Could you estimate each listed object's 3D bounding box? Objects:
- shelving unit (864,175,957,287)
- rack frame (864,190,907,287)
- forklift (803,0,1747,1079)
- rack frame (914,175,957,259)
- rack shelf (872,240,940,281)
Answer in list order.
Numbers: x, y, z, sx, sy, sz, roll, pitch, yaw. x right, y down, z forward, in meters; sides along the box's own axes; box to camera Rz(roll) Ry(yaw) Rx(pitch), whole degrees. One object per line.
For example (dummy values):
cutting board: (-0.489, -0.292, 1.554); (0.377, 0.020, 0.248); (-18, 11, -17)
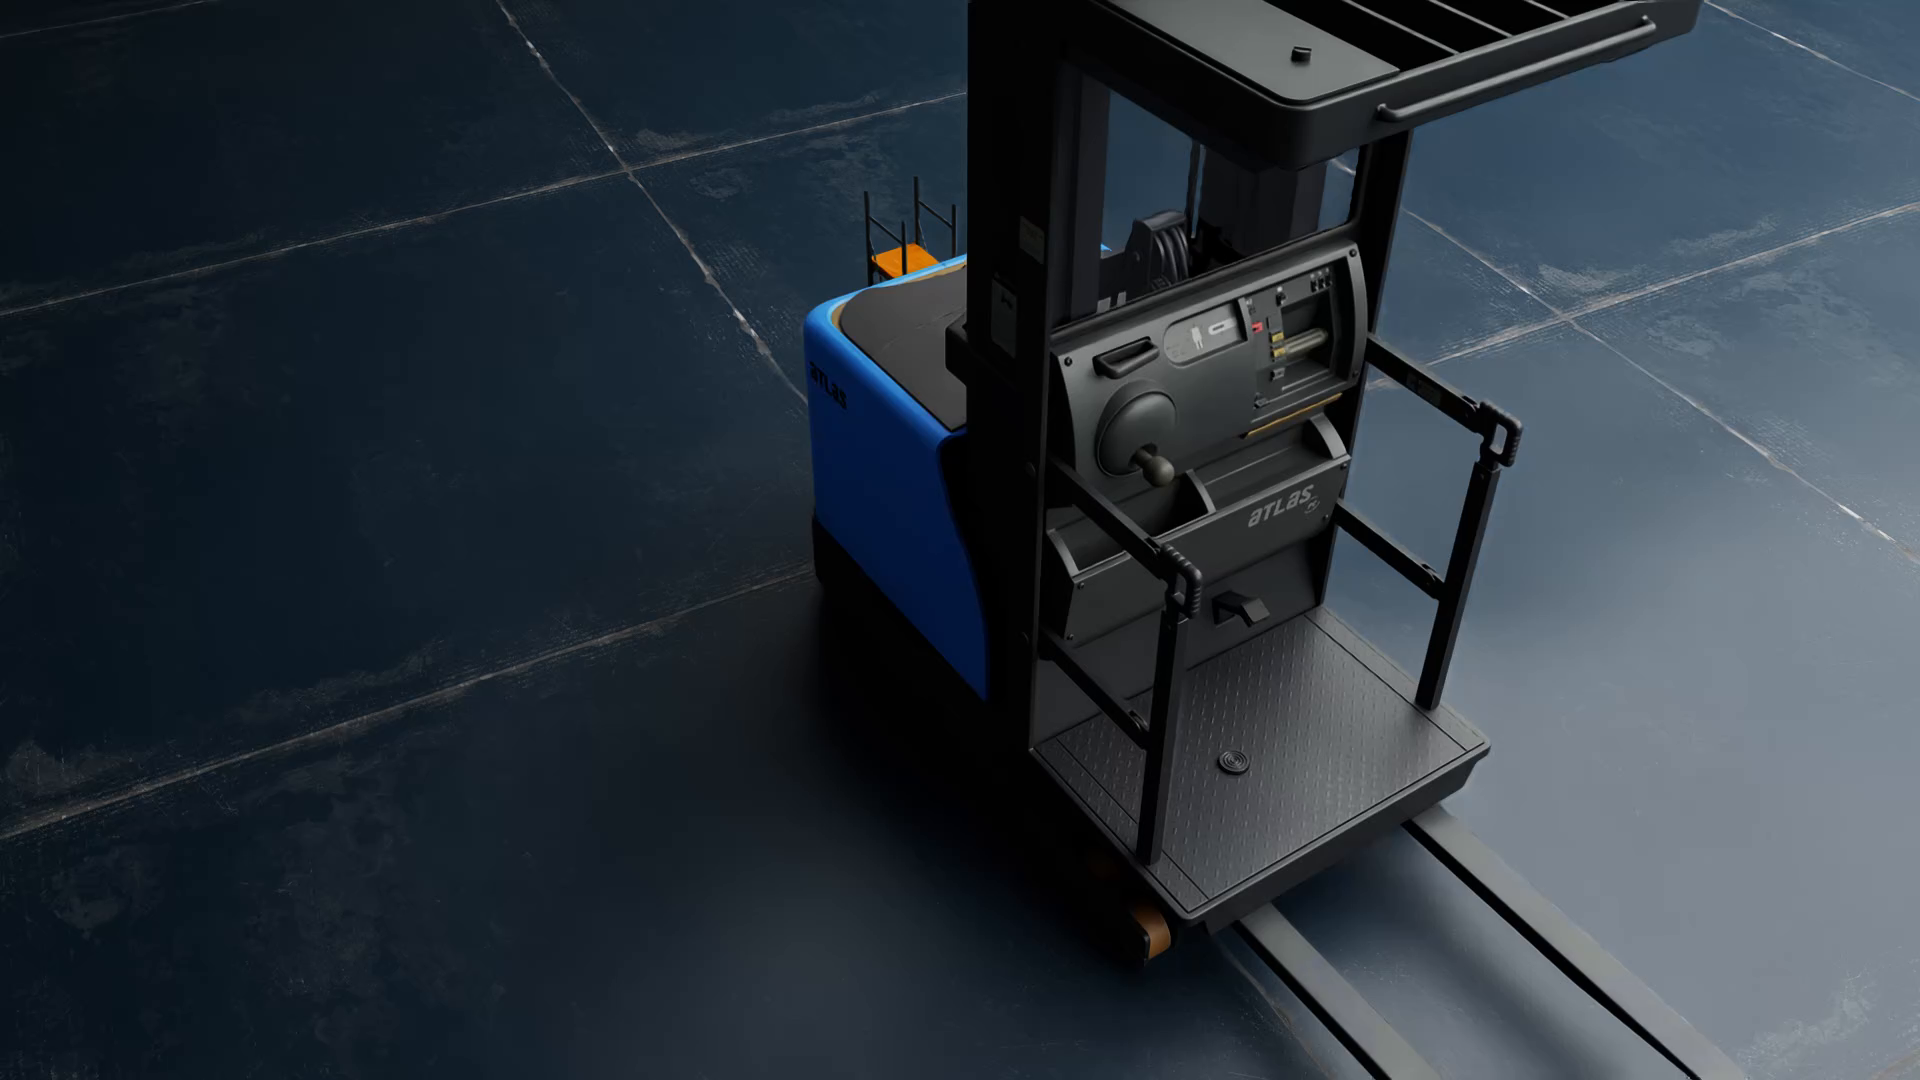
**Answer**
shelving unit: (-0.154, -0.598, 5.528); (0.189, 1.200, 0.258); (-23, 45, -25)
rack frame: (-0.230, -0.566, 5.490); (0.006, 1.200, 0.240); (-23, 45, -25)
forklift: (0.747, -0.356, 3.902); (1.130, 2.935, 3.031); (-23, 45, -25)
rack frame: (-0.077, -0.631, 5.566); (0.006, 1.200, 0.240); (-23, 45, -25)
rack shelf: (-0.154, -0.839, 5.324); (0.180, 0.103, 0.258); (-23, 45, -25)
